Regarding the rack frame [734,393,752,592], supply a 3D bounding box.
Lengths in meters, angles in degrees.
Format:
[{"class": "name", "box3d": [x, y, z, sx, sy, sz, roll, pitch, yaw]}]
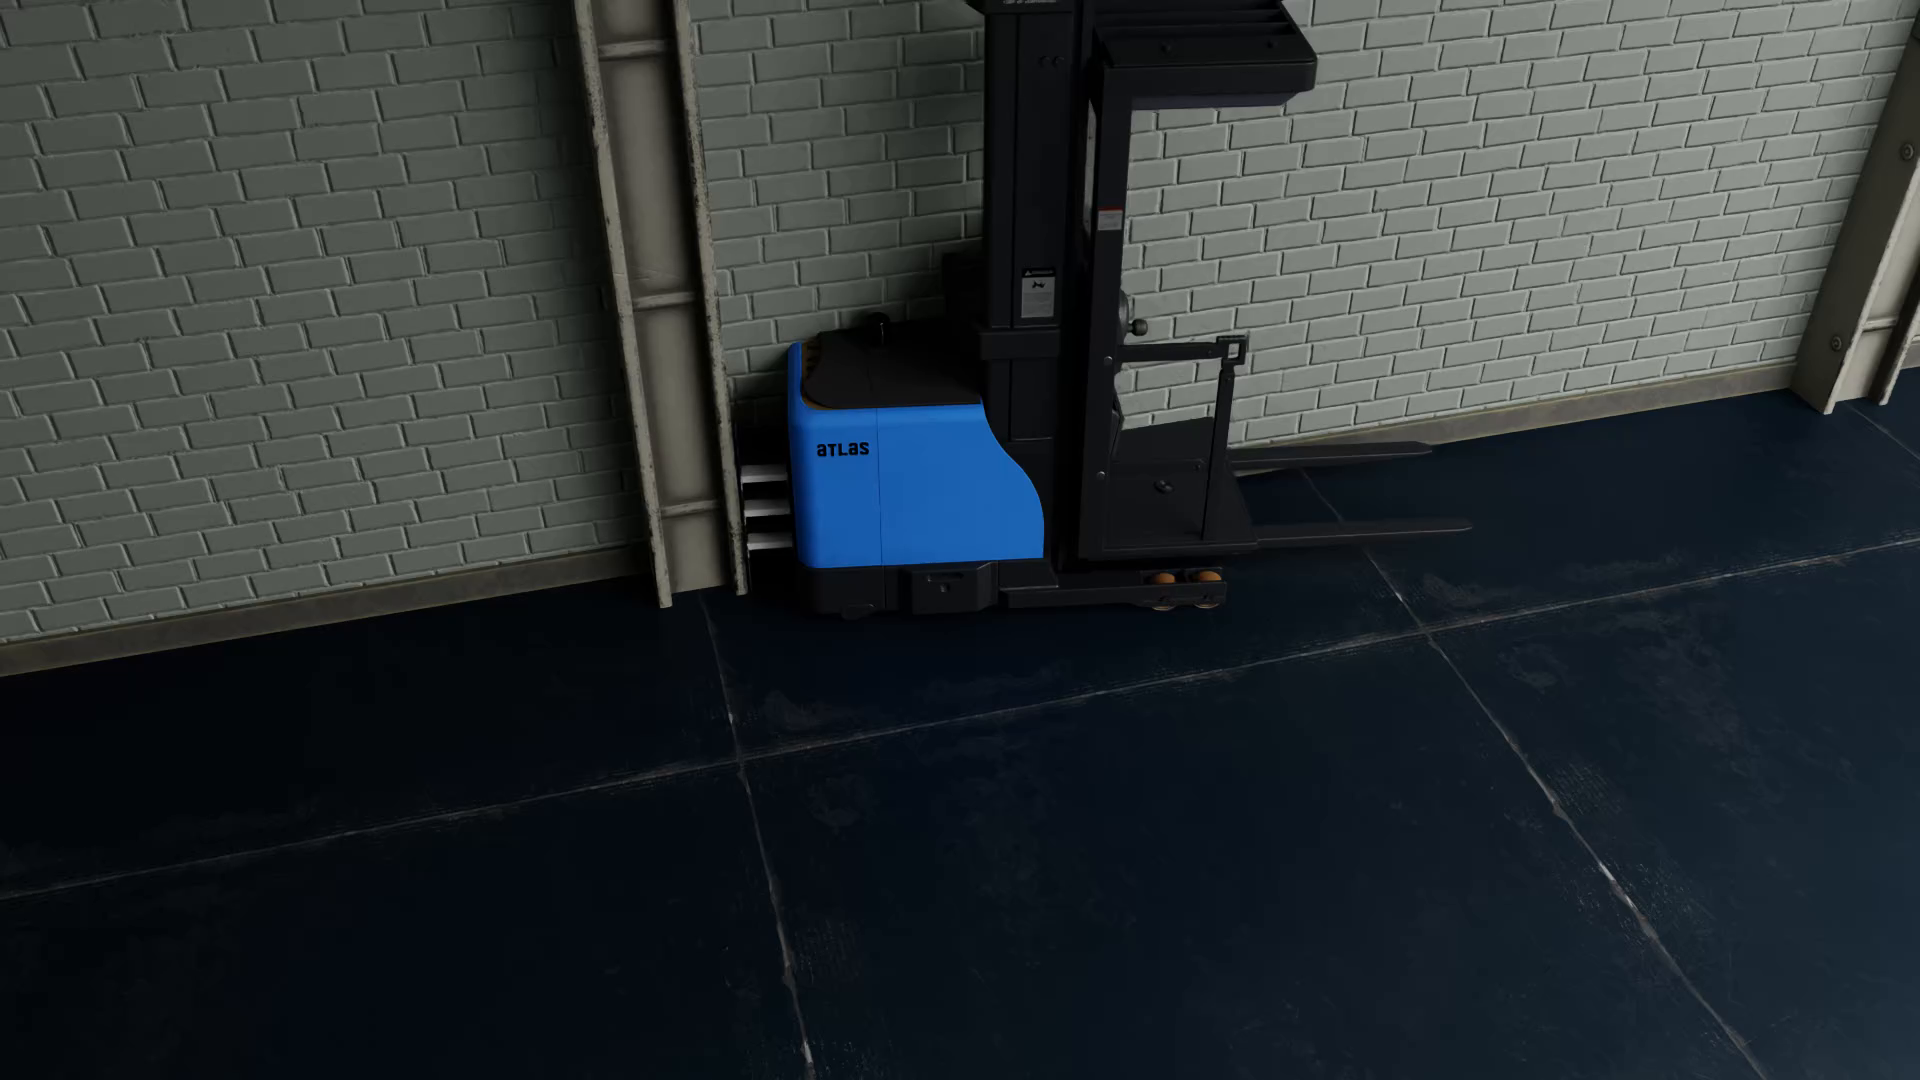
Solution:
[{"class": "rack frame", "box3d": [-0.947, -0.198, 7.268, 0.006, 0.900, 0.240, -4, 38, -5]}]

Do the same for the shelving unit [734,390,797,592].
[{"class": "shelving unit", "box3d": [-0.846, -0.205, 7.277, 0.210, 0.900, 0.258, -4, 38, -5]}]

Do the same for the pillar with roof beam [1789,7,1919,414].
[{"class": "pillar with roof beam", "box3d": [5.736, -1.819, 2.722, 0.400, 9.000, 9.100, -9, 38, -12]}]

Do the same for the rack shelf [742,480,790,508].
[{"class": "rack shelf", "box3d": [-0.846, -0.250, 7.242, 0.200, 0.077, 0.258, -4, 38, -5]}]

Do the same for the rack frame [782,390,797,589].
[{"class": "rack frame", "box3d": [-0.745, -0.211, 7.286, 0.006, 0.900, 0.240, -4, 38, -5]}]

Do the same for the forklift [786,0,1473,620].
[{"class": "forklift", "box3d": [0.768, -1.171, 6.869, 3.031, 2.935, 1.130, -3, 38, -4]}]

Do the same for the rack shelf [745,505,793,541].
[{"class": "rack shelf", "box3d": [-0.846, -0.107, 7.352, 0.200, 0.077, 0.258, -4, 38, -5]}]

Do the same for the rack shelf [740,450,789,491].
[{"class": "rack shelf", "box3d": [-0.846, -0.321, 7.188, 0.200, 0.077, 0.258, -4, 38, -5]}]

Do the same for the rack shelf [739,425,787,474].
[{"class": "rack shelf", "box3d": [-0.846, -0.393, 7.133, 0.200, 0.077, 0.258, -4, 38, -5]}]

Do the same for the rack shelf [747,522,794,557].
[{"class": "rack shelf", "box3d": [-0.846, -0.035, 7.406, 0.200, 0.077, 0.258, -4, 38, -5]}]

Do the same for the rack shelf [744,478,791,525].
[{"class": "rack shelf", "box3d": [-0.846, -0.178, 7.297, 0.200, 0.077, 0.258, -4, 38, -5]}]

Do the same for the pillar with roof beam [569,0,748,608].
[{"class": "pillar with roof beam", "box3d": [-0.057, -0.869, 1.479, 0.400, 9.000, 9.100, -9, 38, -12]}]
